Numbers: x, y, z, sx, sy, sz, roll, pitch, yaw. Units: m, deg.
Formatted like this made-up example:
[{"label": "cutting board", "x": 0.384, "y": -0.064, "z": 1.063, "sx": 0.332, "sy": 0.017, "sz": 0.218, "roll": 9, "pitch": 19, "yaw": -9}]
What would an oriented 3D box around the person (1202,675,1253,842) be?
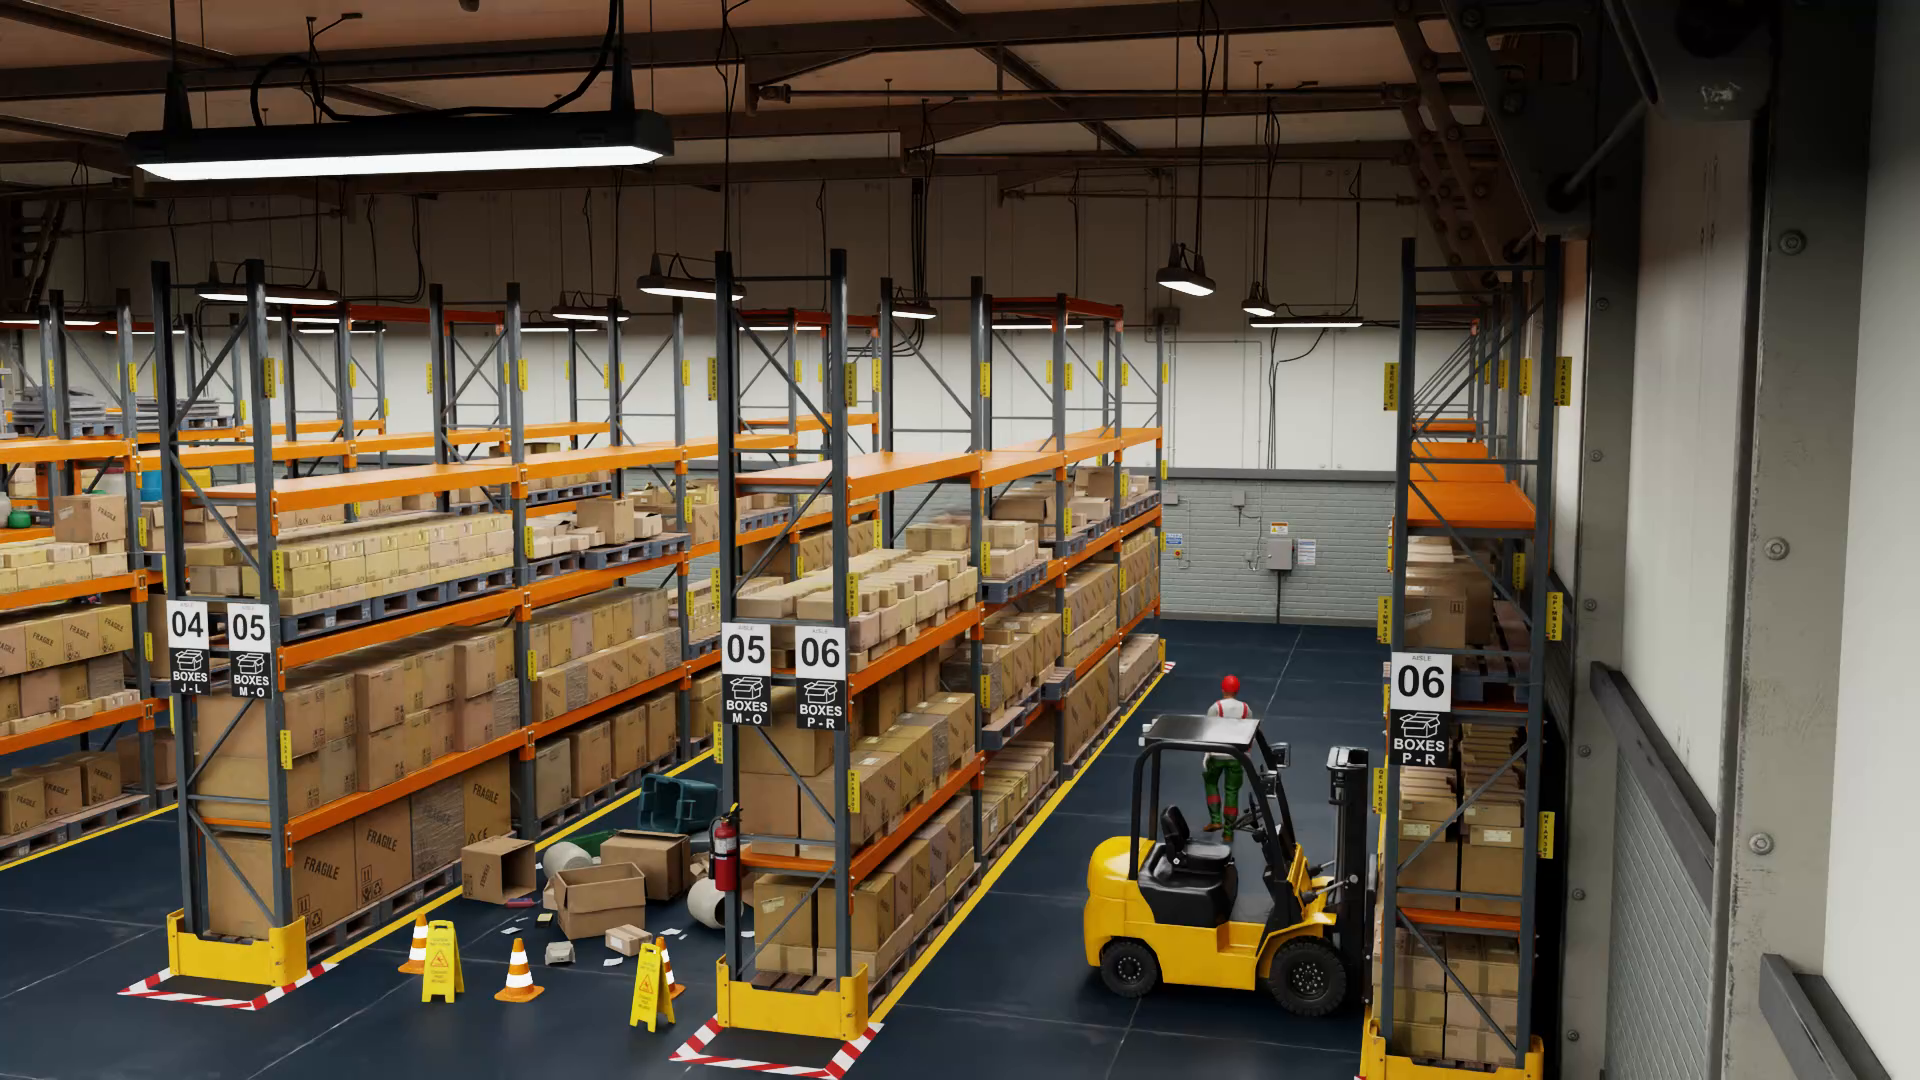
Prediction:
[{"label": "person", "x": 2.912, "y": 2.351, "z": 18.088, "sx": 0.560, "sy": 1.763, "sz": 0.534, "roll": 0, "pitch": 6, "yaw": 0}]
